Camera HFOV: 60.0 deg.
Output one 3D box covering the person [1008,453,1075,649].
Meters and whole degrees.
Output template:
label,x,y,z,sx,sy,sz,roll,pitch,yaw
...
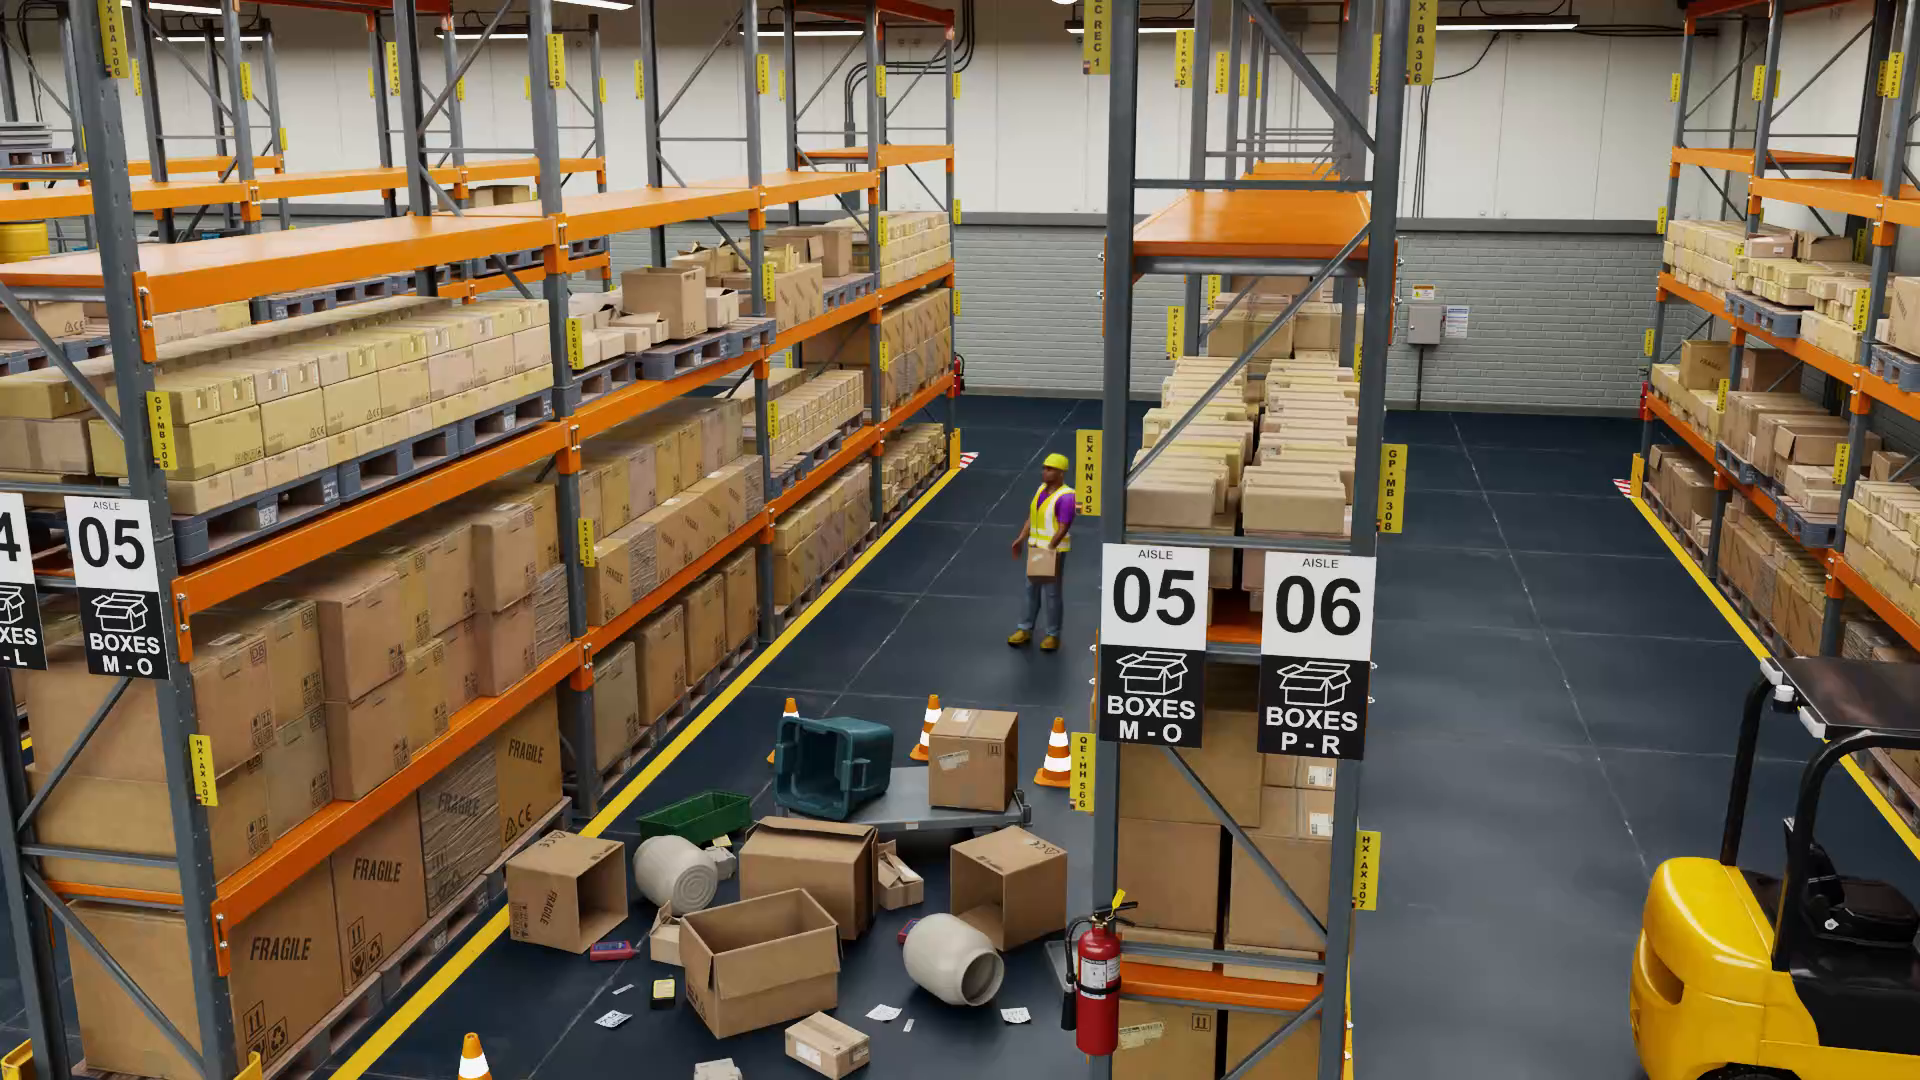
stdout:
label,x,y,z,sx,sy,sz,roll,pitch,yaw
person,0.760,0.104,15.035,0.550,1.771,0.553,-10,18,-33
